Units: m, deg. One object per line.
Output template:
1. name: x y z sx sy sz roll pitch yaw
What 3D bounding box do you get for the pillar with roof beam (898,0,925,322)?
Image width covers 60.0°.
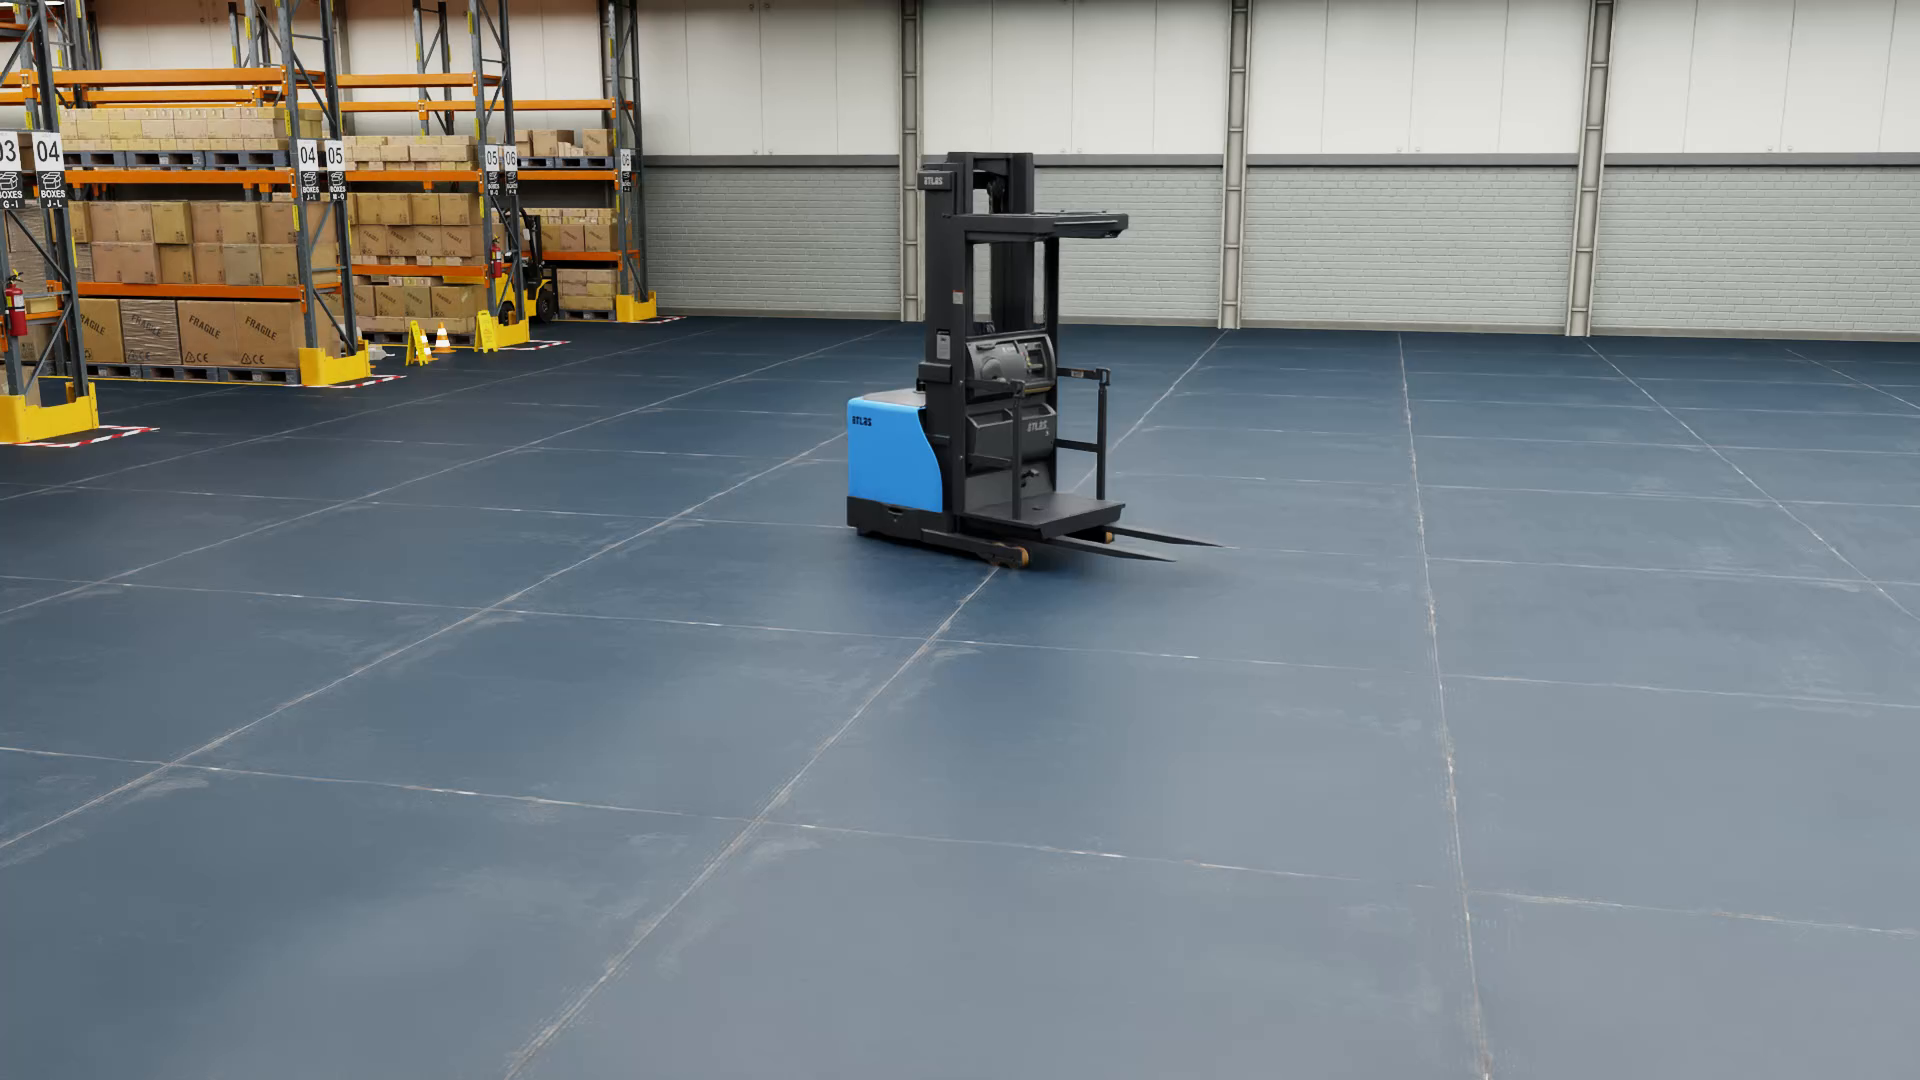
1. pillar with roof beam: -1.935 -7.674 26.721 0.400 9.000 9.100 3 13 14

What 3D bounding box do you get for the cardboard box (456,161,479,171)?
1. cardboard box: -7.868 -5.994 26.652 0.250 0.149 0.380 3 13 14

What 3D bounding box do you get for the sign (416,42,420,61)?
1. sign: -10.271 -9.252 31.496 0.005 0.325 0.100 3 13 14

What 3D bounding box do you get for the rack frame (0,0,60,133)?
1. rack frame: -9.829 -5.537 17.089 0.127 3.000 1.000 3 13 14

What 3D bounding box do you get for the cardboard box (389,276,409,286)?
1. cardboard box: -9.166 -4.257 27.320 0.250 0.149 0.380 4 13 16

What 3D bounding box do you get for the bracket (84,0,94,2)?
1. bracket: -18.062 -11.174 34.188 0.430 0.232 0.235 3 13 14

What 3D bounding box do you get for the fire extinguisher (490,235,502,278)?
1. fire extinguisher: -7.454 -4.552 26.676 0.183 0.674 0.296 3 13 14

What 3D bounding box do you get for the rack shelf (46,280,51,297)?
1. rack shelf: -14.368 -3.606 23.897 4.000 0.370 1.077 3 13 14

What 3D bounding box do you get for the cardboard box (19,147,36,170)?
1. cardboard box: -10.235 -4.079 17.788 0.500 0.250 0.500 3 13 15

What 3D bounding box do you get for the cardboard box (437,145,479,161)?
1. cardboard box: -8.016 -6.198 26.655 0.500 0.250 0.500 3 13 13

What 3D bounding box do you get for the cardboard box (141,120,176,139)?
1. cardboard box: -10.547 -5.481 22.223 0.500 0.250 0.500 3 13 14

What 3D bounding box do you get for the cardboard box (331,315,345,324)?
1. cardboard box: -10.309 -3.650 27.811 0.500 0.250 0.500 4 13 17

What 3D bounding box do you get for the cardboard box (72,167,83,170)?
1. cardboard box: -14.956 -6.397 28.470 0.250 0.149 0.380 3 13 14

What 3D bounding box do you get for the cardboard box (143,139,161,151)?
1. cardboard box: -10.677 -5.280 22.235 0.250 0.149 0.380 3 13 14

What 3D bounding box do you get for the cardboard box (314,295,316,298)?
1. cardboard box: -10.830 -4.041 27.844 0.500 0.500 0.500 4 13 16

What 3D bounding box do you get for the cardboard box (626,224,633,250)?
1. cardboard box: -6.683 -5.869 32.205 0.500 0.500 0.500 3 13 15

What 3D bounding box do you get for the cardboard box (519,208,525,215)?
1. cardboard box: -8.398 -6.316 32.036 0.250 0.149 0.380 3 13 14

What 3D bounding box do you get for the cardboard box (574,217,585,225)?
1. cardboard box: -7.165 -6.094 31.722 0.250 0.149 0.380 3 13 15

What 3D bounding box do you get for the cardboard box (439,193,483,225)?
1. cardboard box: -8.003 -5.355 26.893 0.500 0.500 0.700 3 13 12

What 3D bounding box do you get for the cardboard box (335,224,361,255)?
1. cardboard box: -10.000 -4.962 27.432 0.500 0.500 0.500 3 13 13

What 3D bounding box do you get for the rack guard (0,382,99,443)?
1. rack guard: -9.903 -1.392 18.027 0.348 0.500 1.175 3 13 14

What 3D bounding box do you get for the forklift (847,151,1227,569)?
1. forklift: 0.540 -1.346 12.209 3.031 2.935 1.130 11 17 41

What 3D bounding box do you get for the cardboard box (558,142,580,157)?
1. cardboard box: -7.392 -7.381 31.436 0.258 0.266 0.396 3 13 14

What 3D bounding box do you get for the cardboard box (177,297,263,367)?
1. cardboard box: -10.071 -2.880 22.901 0.875 0.875 0.875 3 13 13

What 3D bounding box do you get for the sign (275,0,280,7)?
1. sign: -8.686 -6.956 21.146 0.005 0.325 0.100 3 13 14

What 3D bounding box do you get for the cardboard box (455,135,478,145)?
1. cardboard box: -7.854 -6.379 26.547 0.250 0.149 0.380 3 13 14

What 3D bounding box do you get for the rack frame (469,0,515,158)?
1. rack frame: -7.455 -7.621 26.482 0.127 3.000 1.000 3 13 14

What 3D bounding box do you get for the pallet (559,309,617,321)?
1. pallet: -7.021 -4.406 32.278 1.213 0.211 1.003 3 13 14

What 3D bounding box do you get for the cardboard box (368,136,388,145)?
1. cardboard box: -9.351 -6.451 26.874 0.250 0.149 0.380 3 13 15

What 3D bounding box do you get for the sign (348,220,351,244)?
1. sign: -8.404 -4.224 22.838 0.005 0.325 0.100 3 13 14

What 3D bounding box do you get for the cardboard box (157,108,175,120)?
1. cardboard box: -10.432 -5.656 22.090 0.250 0.149 0.380 3 13 14

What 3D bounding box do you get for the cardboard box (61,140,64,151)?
1. cardboard box: -12.154 -5.359 22.590 0.250 0.149 0.380 3 13 13

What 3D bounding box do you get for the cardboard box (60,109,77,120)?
1. cardboard box: -11.906 -5.735 22.445 0.250 0.149 0.380 3 13 13

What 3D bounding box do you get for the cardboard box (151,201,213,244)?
1. cardboard box: -10.506 -4.341 22.708 0.500 0.550 0.875 3 13 14

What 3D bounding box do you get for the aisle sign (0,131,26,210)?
1. aisle sign: -9.841 -3.811 17.158 0.004 0.787 0.394 3 13 14

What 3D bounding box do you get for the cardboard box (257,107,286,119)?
1. cardboard box: -8.951 -5.577 21.733 0.250 0.149 0.380 3 13 14

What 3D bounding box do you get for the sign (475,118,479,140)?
1. sign: -7.607 -6.473 26.189 0.005 0.325 0.100 3 13 14

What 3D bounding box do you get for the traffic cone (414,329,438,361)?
1. traffic cone: -8.117 -2.954 25.152 0.334 0.463 0.336 3 13 14

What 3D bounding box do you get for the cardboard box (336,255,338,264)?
1. cardboard box: -10.354 -4.664 27.583 0.250 0.149 0.380 3 13 15

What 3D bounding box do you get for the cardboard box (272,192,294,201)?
1. cardboard box: -10.963 -5.513 27.607 0.500 0.500 0.700 3 13 13

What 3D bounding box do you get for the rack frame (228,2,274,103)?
1. rack frame: -14.036 -9.080 33.058 0.127 3.000 1.000 3 13 14

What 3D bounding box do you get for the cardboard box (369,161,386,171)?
1. cardboard box: -9.370 -6.064 26.969 0.250 0.149 0.380 3 13 13

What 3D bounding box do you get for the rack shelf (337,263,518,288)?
1. rack shelf: -9.396 -4.445 27.677 4.000 0.370 1.077 3 13 14

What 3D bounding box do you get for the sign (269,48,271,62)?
1. sign: -13.906 -9.730 33.467 0.005 0.325 0.100 3 13 14

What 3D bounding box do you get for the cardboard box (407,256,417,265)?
1. cardboard box: -8.857 -4.601 27.302 0.250 0.149 0.380 3 13 14

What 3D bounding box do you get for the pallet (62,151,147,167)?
1. pallet: -11.634 -5.230 22.835 1.213 0.211 1.003 3 13 14

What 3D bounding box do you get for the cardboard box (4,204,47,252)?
1. cardboard box: -10.298 -3.376 17.974 0.500 0.500 0.500 3 13 14

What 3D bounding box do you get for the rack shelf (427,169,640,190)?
1. rack shelf: -8.211 -6.953 32.058 4.000 0.370 1.077 3 13 14

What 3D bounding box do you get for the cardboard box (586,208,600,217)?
1. cardboard box: -6.914 -6.227 31.636 0.250 0.149 0.380 3 13 14

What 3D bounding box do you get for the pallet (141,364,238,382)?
1. pallet: -10.518 -2.373 23.118 1.213 0.211 1.003 3 13 14

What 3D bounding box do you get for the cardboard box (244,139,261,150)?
1. cardboard box: -9.191 -5.201 21.878 0.250 0.149 0.380 3 13 14

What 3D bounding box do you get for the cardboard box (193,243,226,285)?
1. cardboard box: -9.966 -3.808 22.802 0.550 0.550 0.875 3 13 14

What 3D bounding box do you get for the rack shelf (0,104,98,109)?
1. rack shelf: -19.861 -9.039 34.540 4.000 0.370 1.077 3 13 14
